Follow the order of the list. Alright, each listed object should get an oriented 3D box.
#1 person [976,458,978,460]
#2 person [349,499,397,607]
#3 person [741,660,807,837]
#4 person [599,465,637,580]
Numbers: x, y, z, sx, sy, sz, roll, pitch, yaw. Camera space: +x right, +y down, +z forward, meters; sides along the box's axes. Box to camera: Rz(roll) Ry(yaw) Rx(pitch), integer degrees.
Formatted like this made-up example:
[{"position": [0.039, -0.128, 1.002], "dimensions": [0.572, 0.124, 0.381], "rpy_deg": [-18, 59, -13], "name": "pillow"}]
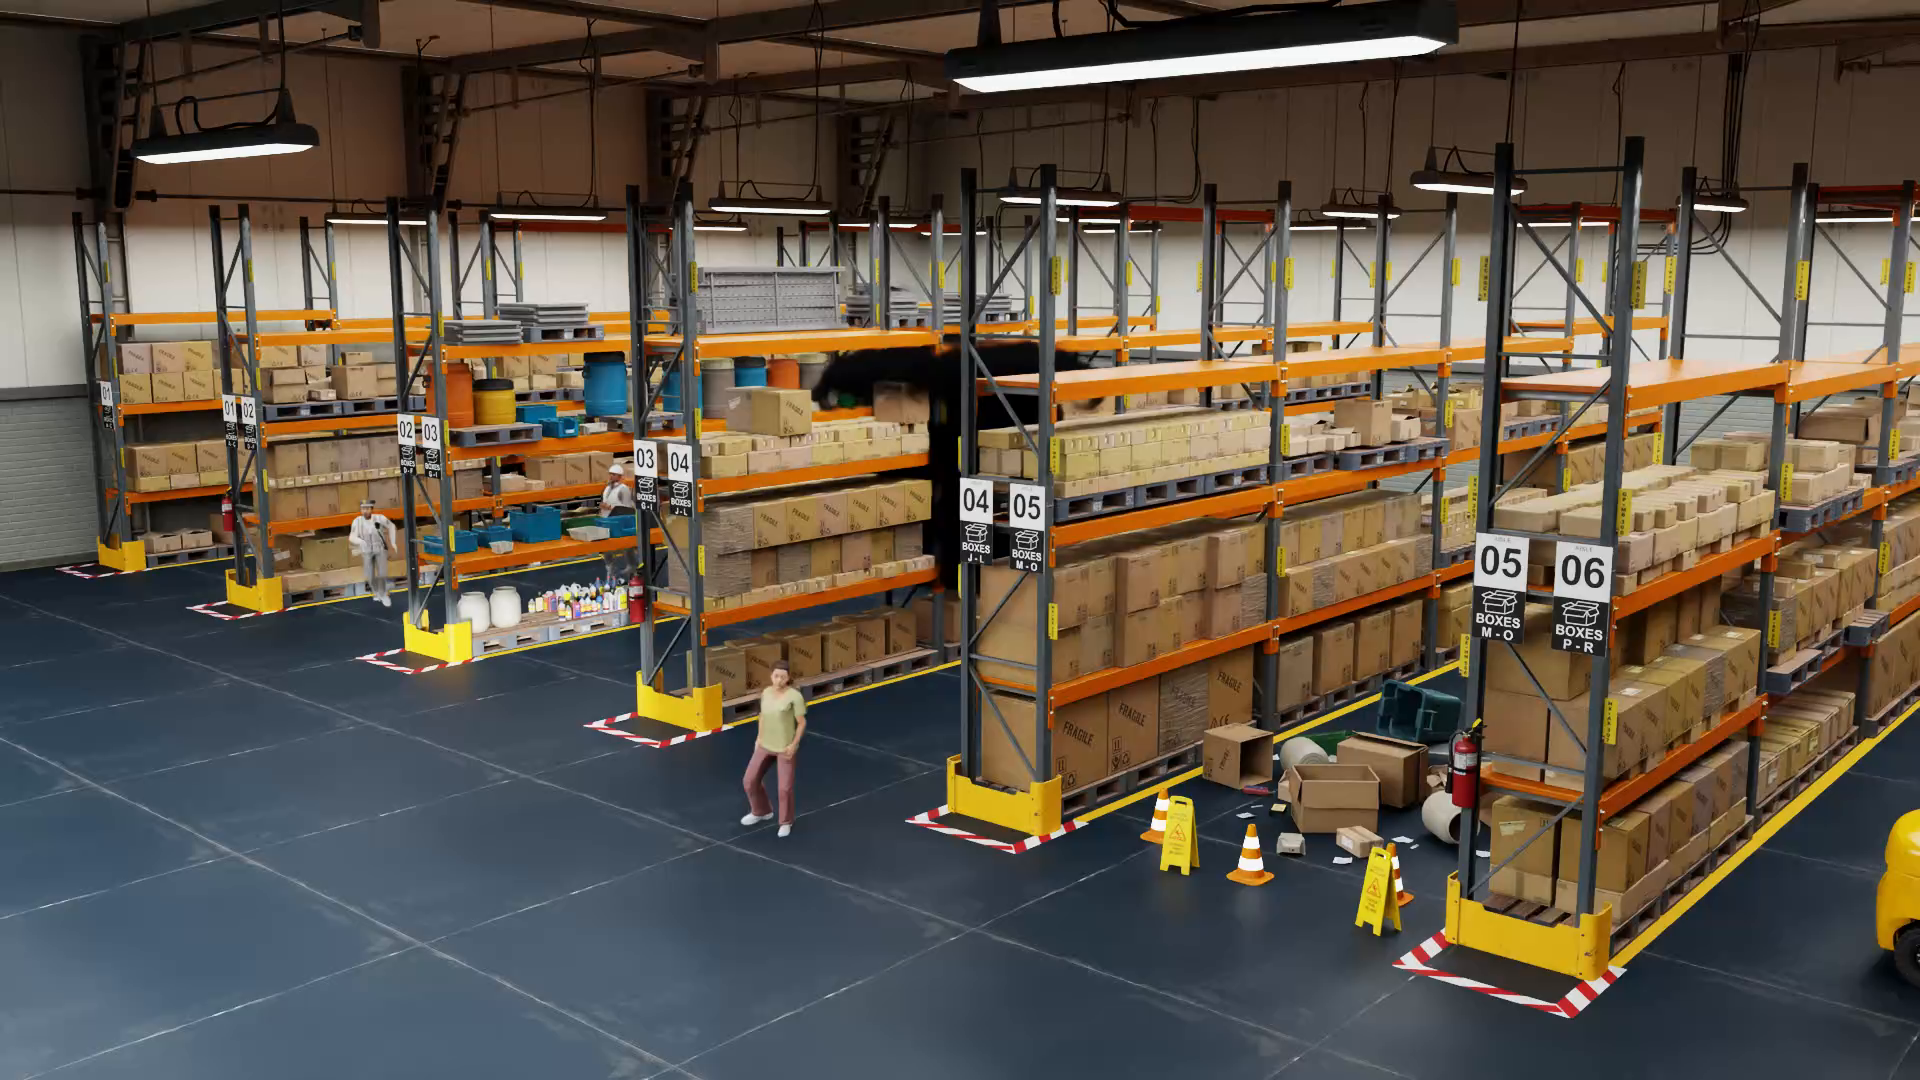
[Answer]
[{"position": [0.467, -1.529, 35.179], "dimensions": [0.666, 1.853, 0.840], "rpy_deg": [4, 10, 24], "name": "person"}, {"position": [-8.427, 0.179, 23.911], "dimensions": [0.612, 1.612, 0.853], "rpy_deg": [-2, 10, -12], "name": "person"}, {"position": [-1.713, 1.888, 15.056], "dimensions": [0.714, 1.662, 0.559], "rpy_deg": [3, 10, 18], "name": "person"}, {"position": [-5.417, -0.252, 26.068], "dimensions": [0.651, 1.861, 0.721], "rpy_deg": [7, 12, 34], "name": "person"}]
